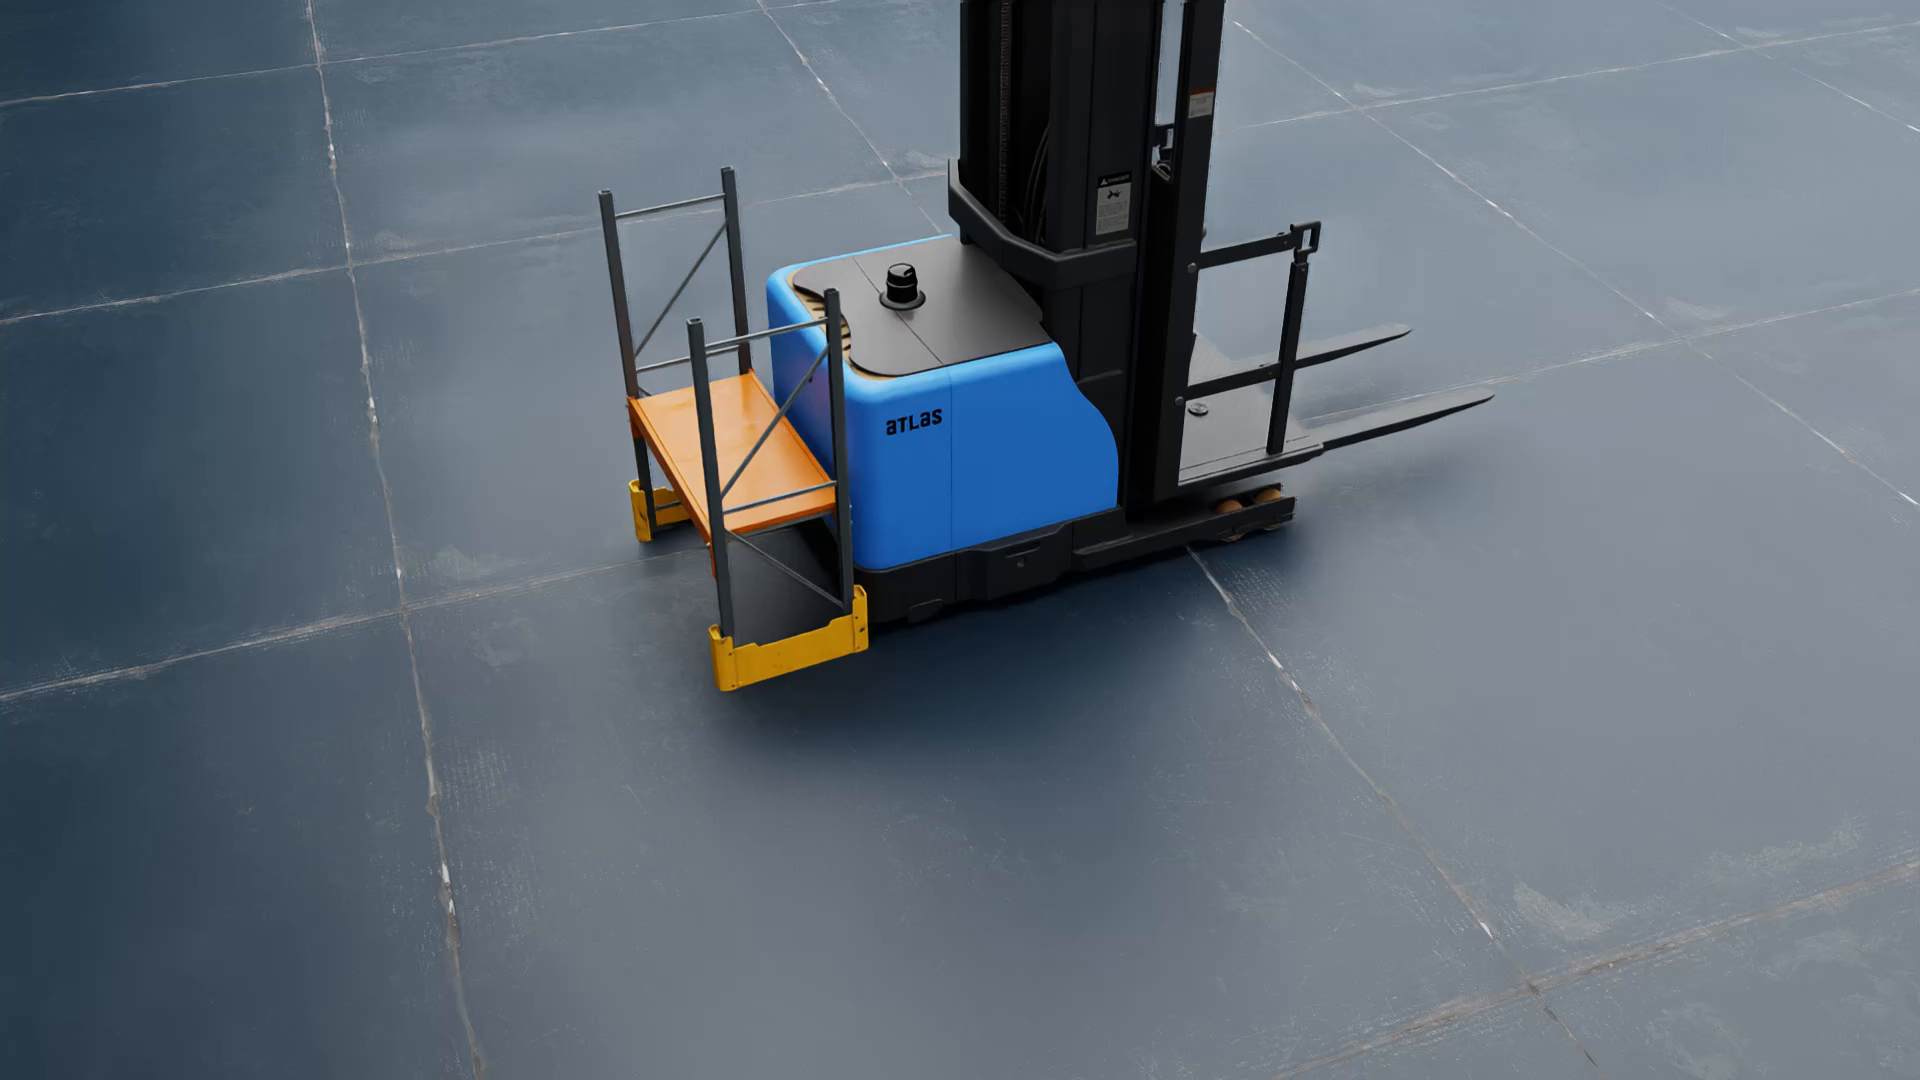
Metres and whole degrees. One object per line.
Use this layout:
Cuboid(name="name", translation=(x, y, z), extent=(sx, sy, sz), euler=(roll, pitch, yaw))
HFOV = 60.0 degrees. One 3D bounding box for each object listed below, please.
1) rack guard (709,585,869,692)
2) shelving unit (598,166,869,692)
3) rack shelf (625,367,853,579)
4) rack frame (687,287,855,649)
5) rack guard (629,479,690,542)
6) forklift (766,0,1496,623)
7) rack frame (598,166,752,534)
Cuboid(name="rack guard", translation=(-0.618, 0.357, 6.068), extent=(0.587, 0.250, 0.087), euler=(-16, 40, -20))
Cuboid(name="shelving unit", translation=(-0.831, -0.413, 6.052), extent=(0.587, 1.500, 1.083), euler=(-16, 40, -20))
Cuboid(name="rack shelf", translation=(-0.835, -0.274, 6.166), extent=(0.538, 0.185, 1.000), euler=(-16, 40, -20))
Cuboid(name="rack frame", translation=(-0.618, -0.141, 5.691), extent=(0.500, 1.500, 0.032), euler=(-16, 40, -20))
Cuboid(name="rack guard", translation=(-1.044, -0.185, 6.787), extent=(0.587, 0.250, 0.087), euler=(-16, 40, -20))
Cuboid(name="forklift", translation=(0.809, -1.440, 6.226), extent=(3.031, 2.935, 1.130), euler=(-15, 39, -19))
Cuboid(name="rack frame", translation=(-1.053, -0.694, 6.425), extent=(0.500, 1.500, 0.032), euler=(-16, 40, -20))
